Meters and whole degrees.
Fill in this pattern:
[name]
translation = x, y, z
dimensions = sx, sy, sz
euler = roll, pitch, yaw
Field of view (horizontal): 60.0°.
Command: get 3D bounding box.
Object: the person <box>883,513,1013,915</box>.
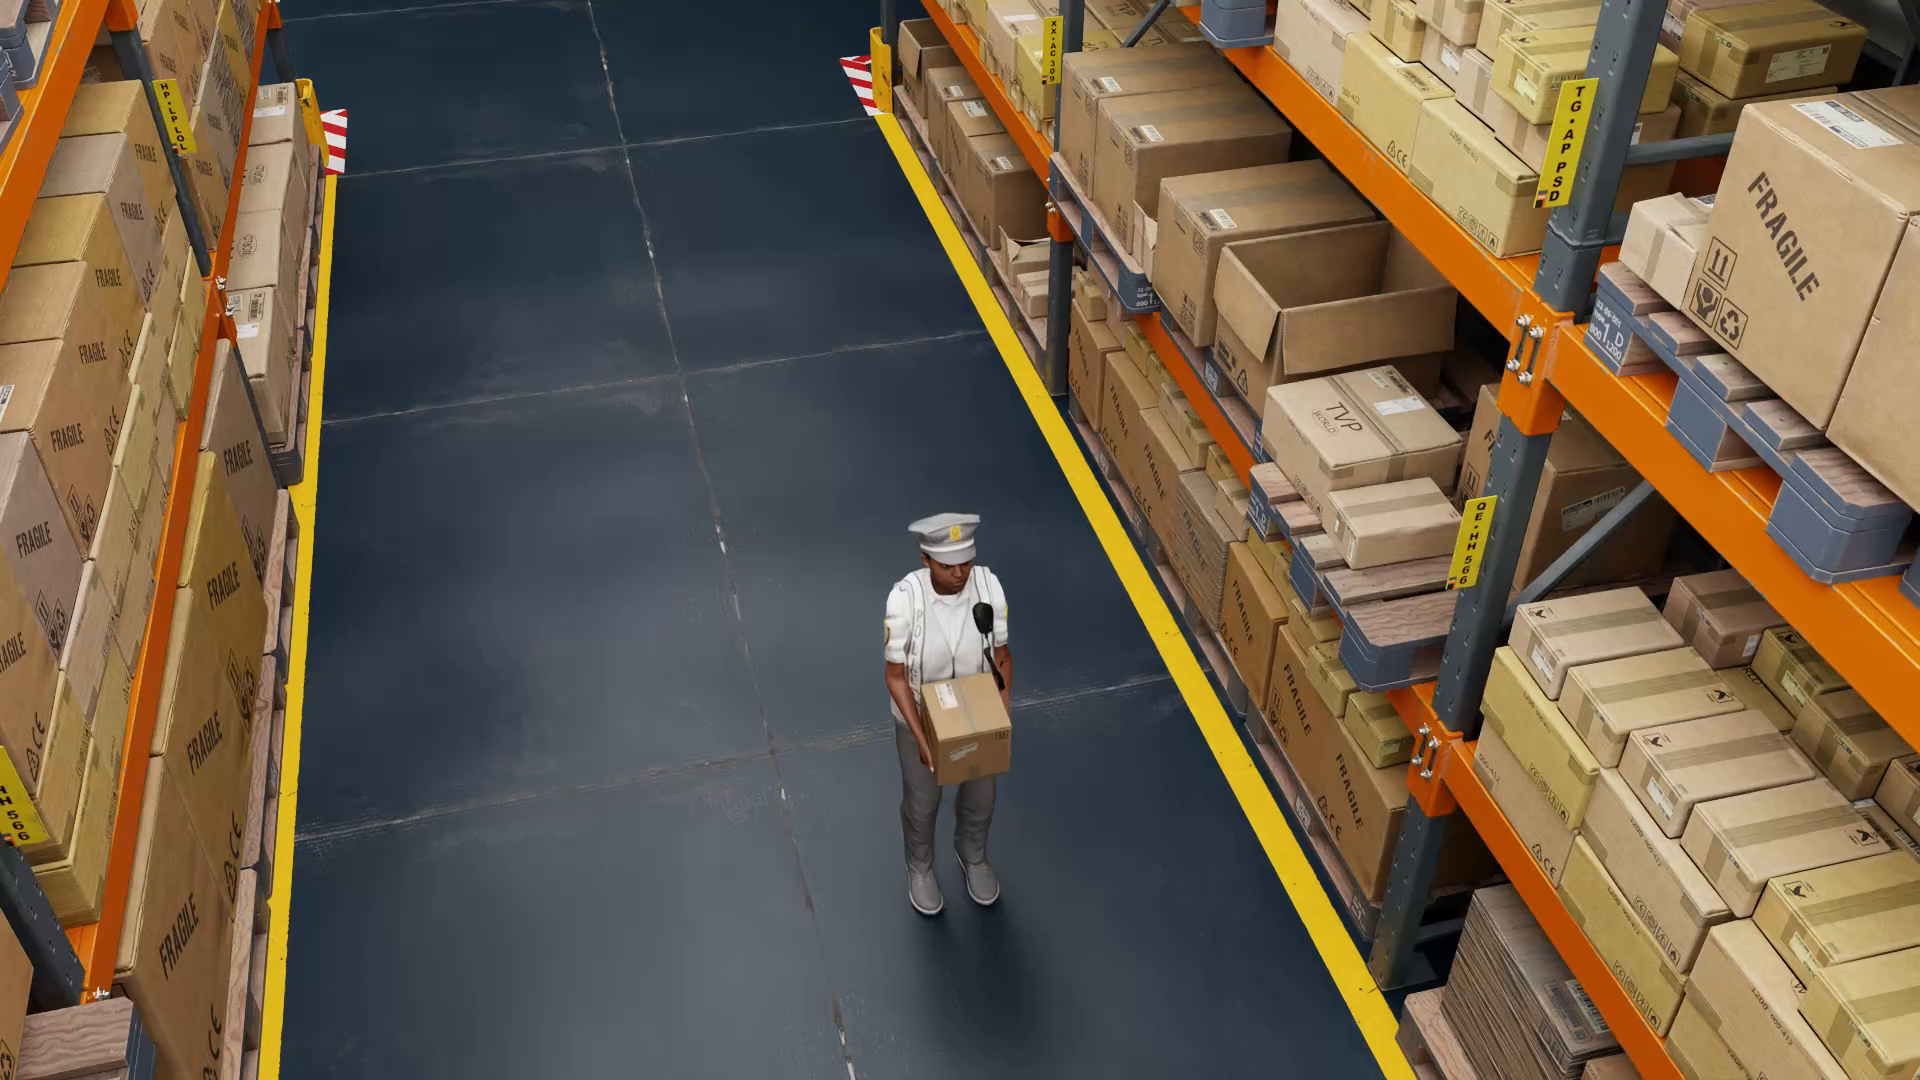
[person]
translation = -0.027, 0.647, 5.873
dimensions = 0.455, 1.691, 0.525
euler = -10, 39, -12
